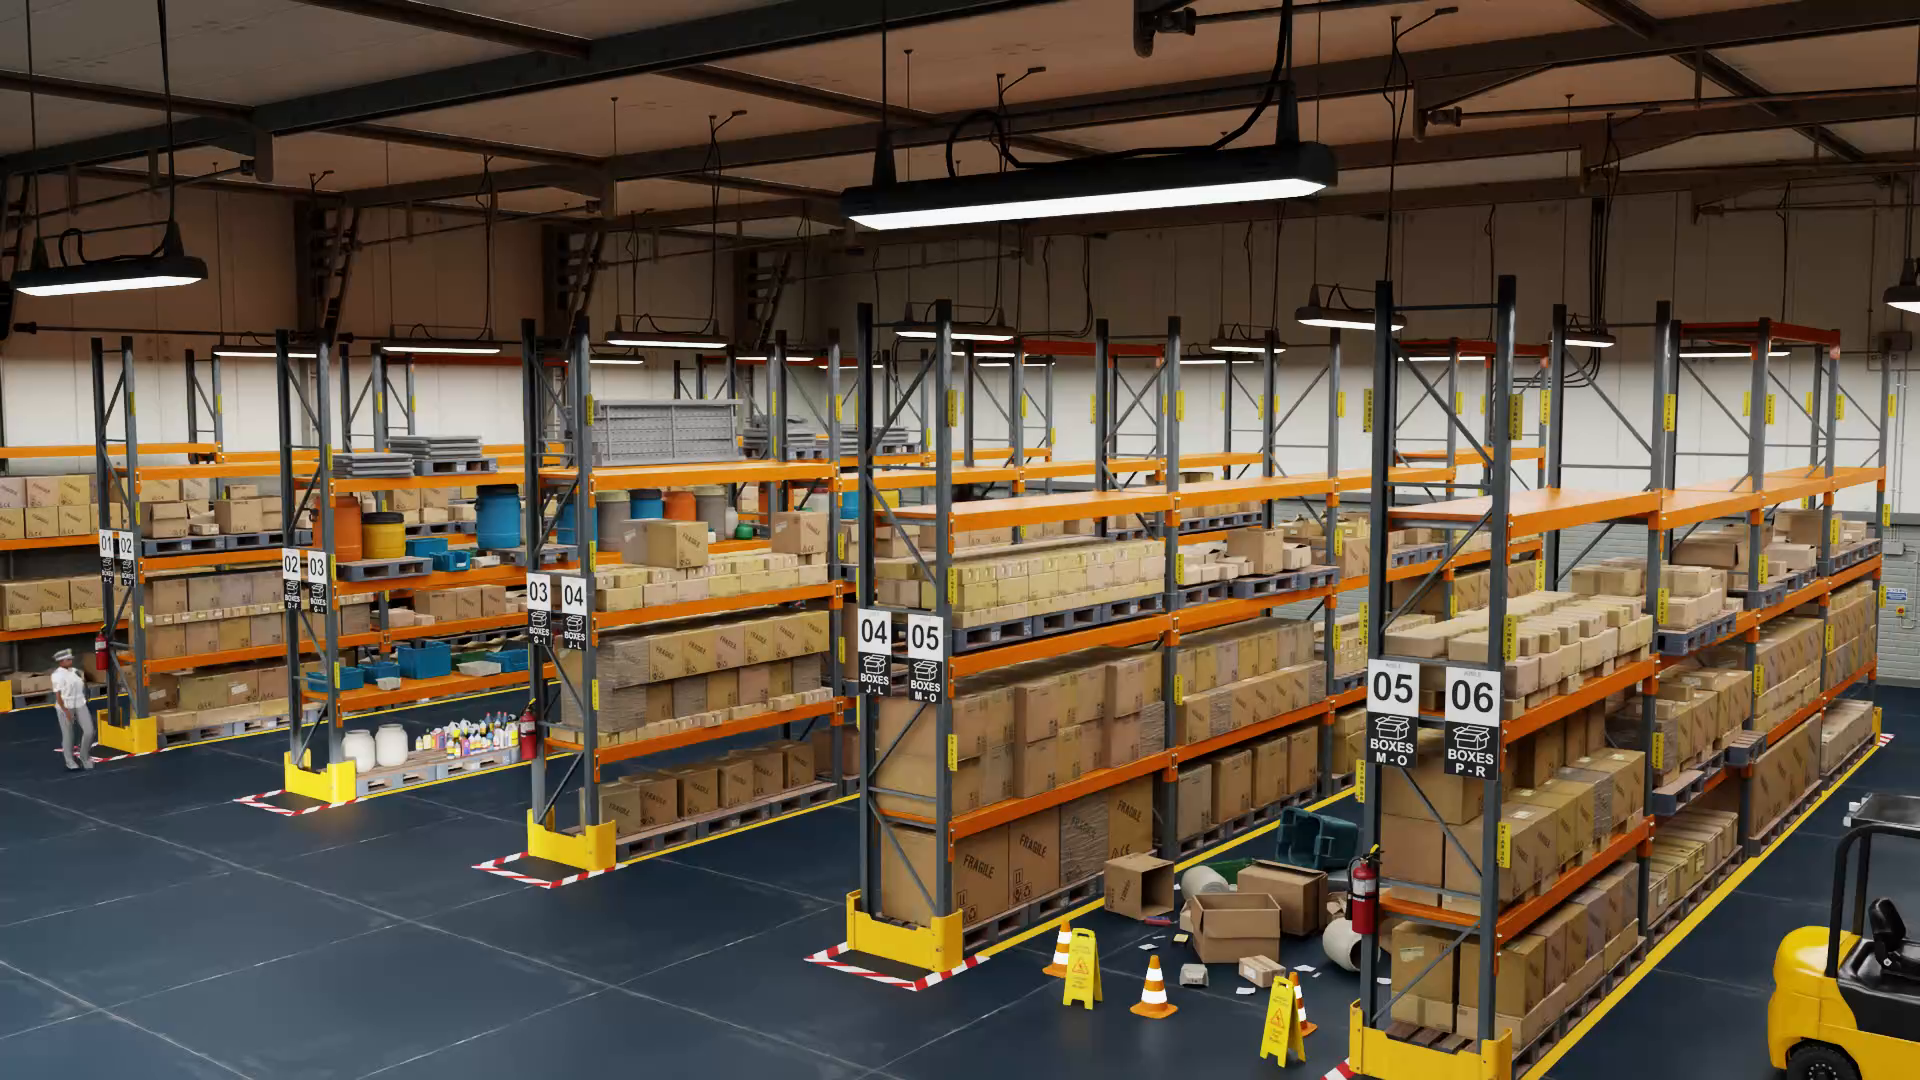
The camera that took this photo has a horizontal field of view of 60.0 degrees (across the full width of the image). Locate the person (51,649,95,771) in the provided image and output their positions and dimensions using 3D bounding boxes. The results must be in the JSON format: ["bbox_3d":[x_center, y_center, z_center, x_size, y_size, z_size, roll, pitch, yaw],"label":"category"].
[{"bbox_3d":[-12.204,2.341,22.837,0.495,1.706,0.463,5,7,45],"label":"person"}]
